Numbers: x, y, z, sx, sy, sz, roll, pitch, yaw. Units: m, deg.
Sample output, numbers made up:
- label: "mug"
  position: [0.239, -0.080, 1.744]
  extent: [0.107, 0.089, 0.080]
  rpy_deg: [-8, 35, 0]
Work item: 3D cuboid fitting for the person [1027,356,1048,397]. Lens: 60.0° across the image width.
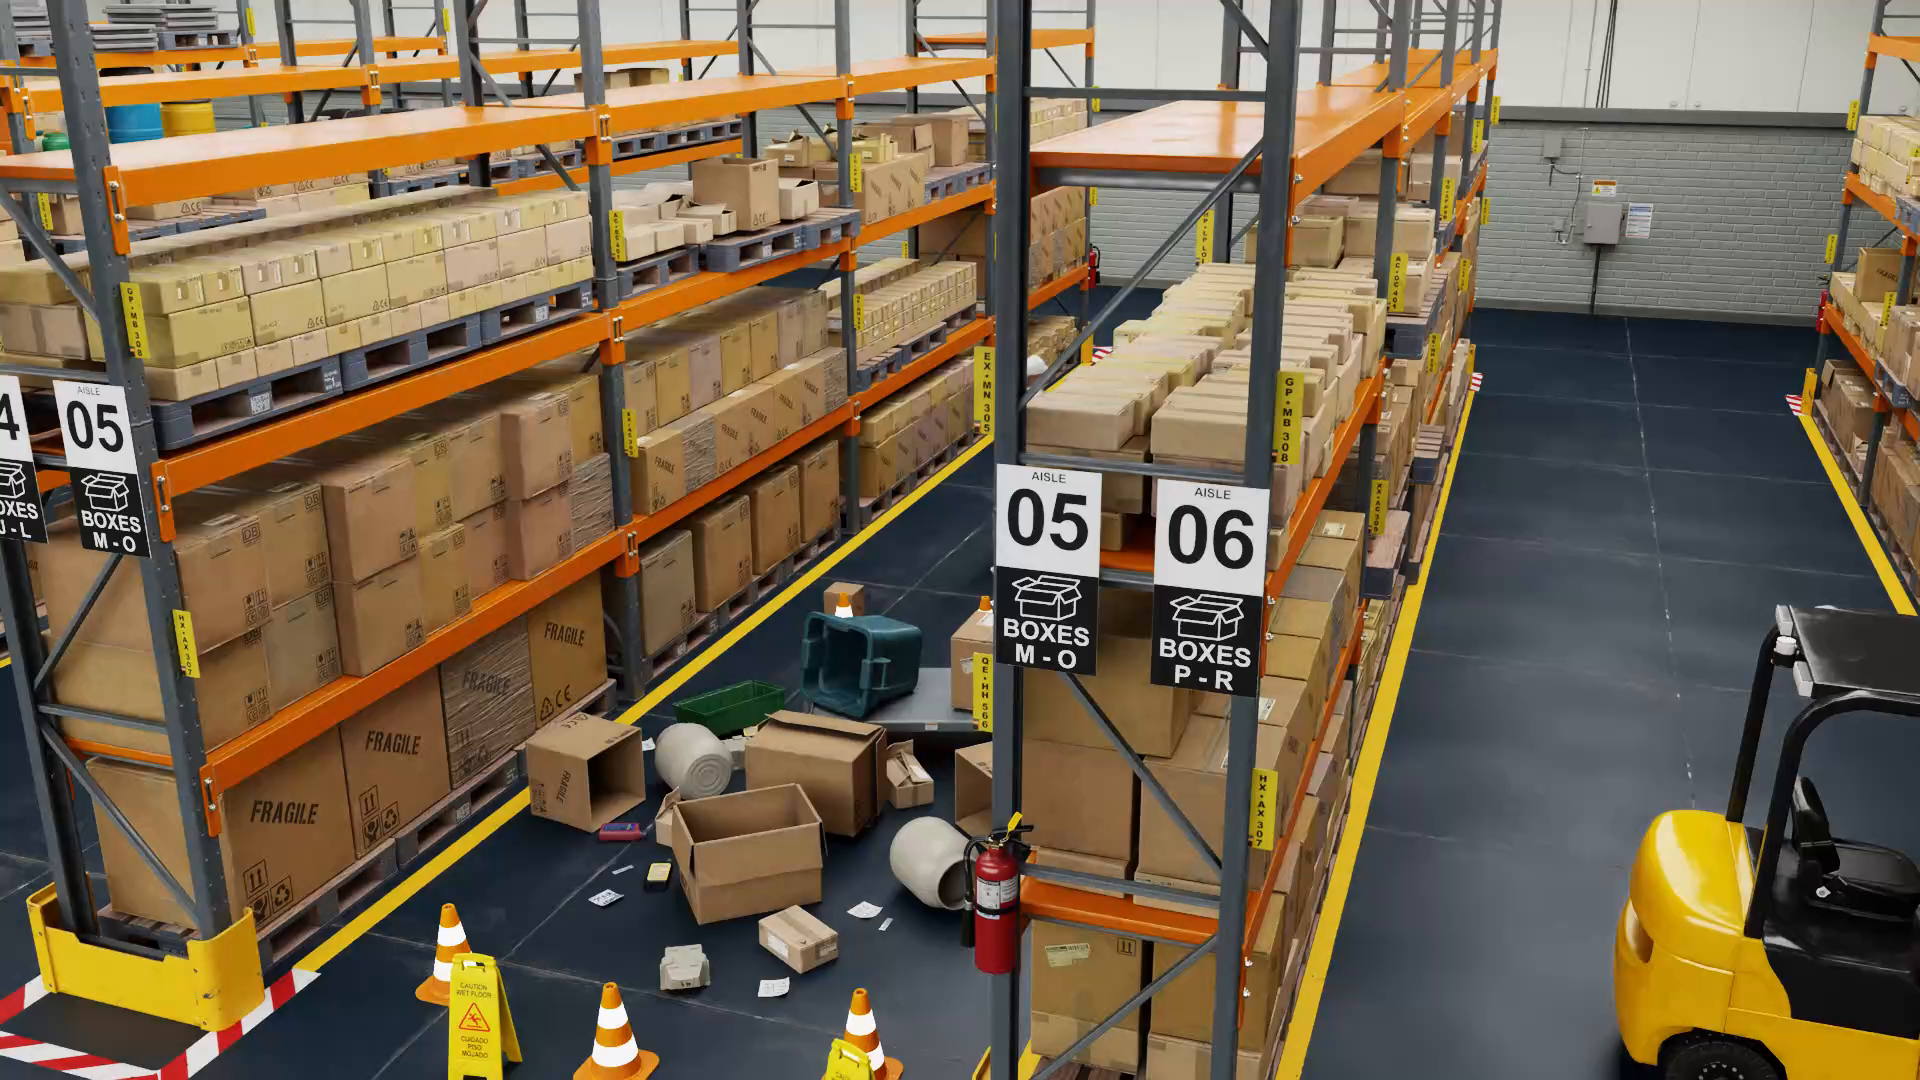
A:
- label: "person"
  position: [0.630, -0.762, 14.708]
  extent: [0.616, 1.759, 0.492]
  rpy_deg: [9, 21, 25]
